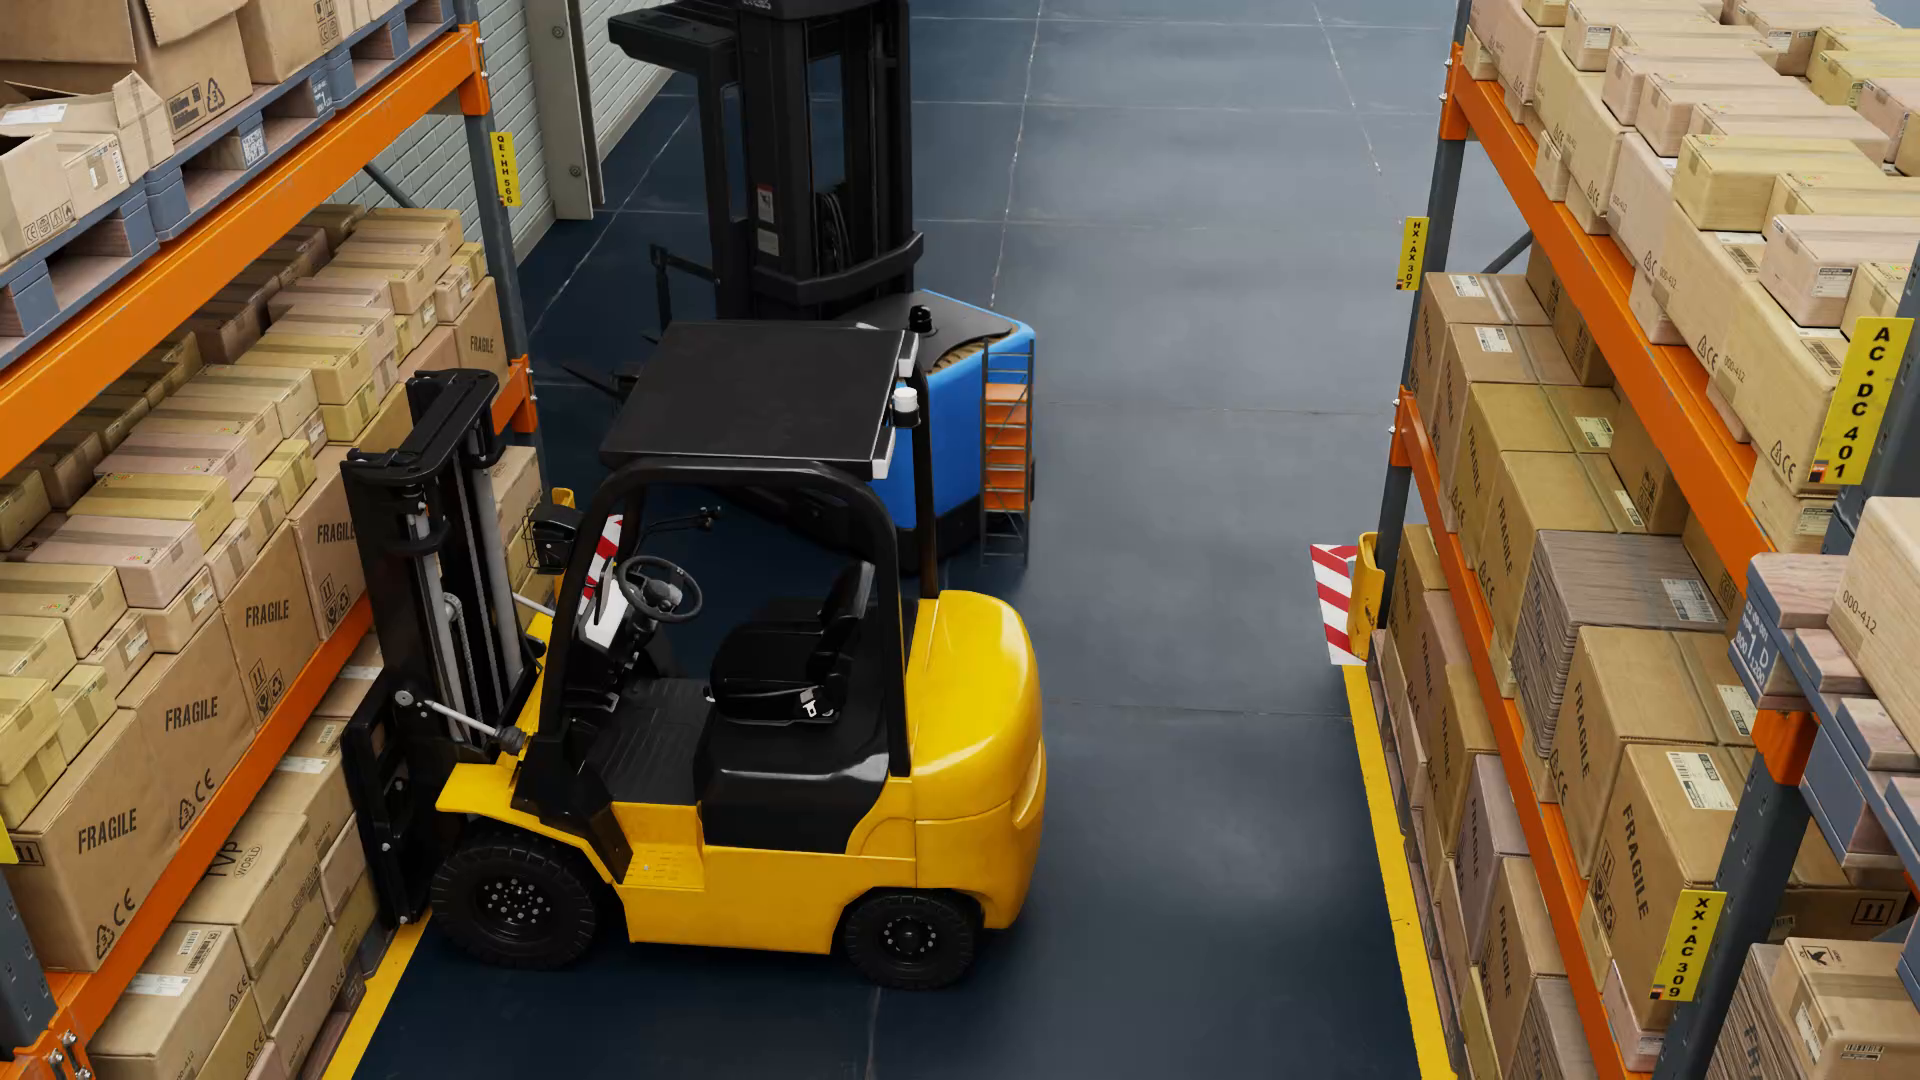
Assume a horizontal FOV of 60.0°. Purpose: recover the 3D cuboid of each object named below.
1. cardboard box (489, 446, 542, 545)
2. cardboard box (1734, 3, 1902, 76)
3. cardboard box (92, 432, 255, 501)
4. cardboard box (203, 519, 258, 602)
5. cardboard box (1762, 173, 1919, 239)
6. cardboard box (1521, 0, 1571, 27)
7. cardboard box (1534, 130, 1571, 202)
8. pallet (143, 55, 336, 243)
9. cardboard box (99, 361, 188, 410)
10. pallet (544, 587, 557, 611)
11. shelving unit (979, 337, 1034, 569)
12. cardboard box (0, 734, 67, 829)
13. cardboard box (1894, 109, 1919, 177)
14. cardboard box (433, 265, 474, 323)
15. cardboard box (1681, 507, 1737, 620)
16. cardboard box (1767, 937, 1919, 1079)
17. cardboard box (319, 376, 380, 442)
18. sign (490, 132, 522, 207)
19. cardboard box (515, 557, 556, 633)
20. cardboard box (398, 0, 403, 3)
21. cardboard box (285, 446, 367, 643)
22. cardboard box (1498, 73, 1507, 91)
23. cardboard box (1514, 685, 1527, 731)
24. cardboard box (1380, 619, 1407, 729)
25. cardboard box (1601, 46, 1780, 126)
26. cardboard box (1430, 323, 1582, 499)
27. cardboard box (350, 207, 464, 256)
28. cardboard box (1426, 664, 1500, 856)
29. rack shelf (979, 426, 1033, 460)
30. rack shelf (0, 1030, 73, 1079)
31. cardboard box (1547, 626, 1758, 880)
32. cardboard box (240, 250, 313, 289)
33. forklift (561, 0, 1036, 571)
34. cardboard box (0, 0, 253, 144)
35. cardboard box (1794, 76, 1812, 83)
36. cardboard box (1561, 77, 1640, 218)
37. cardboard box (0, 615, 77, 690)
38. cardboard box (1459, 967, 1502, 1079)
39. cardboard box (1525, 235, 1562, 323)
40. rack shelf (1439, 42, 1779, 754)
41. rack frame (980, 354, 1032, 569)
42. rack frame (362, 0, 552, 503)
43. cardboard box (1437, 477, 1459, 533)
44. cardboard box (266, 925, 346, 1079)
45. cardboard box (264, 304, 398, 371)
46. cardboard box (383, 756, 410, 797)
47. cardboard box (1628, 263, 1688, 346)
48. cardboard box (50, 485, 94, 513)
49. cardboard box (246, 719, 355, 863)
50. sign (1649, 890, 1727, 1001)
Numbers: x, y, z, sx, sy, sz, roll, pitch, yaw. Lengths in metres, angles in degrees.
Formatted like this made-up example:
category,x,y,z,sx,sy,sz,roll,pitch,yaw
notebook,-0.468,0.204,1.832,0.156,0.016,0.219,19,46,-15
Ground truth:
category,x,y,z,sx,sy,sz,roll,pitch,yaw
cardboard box,-2.218,-0.207,7.494,0.500,0.250,0.500,3,32,6
cardboard box,2.514,-1.476,4.906,0.380,0.149,0.250,2,32,3
cardboard box,-2.470,-0.212,5.237,0.380,0.149,0.250,2,32,4
cardboard box,-2.400,0.055,5.088,0.380,0.149,0.250,2,32,3
cardboard box,1.993,-0.681,3.617,0.380,0.149,0.250,3,32,5
cardboard box,2.042,-1.760,5.368,0.380,0.149,0.250,2,32,4
cardboard box,2.004,-1.151,5.140,0.380,0.149,0.250,3,32,5
pallet,-2.672,-1.258,5.157,1.003,0.211,1.213,2,32,4
cardboard box,-2.887,-0.498,5.702,0.380,0.149,0.250,3,32,4
pallet,-2.512,0.562,7.637,1.003,0.211,1.213,2,32,4
shelving unit,0.230,-0.416,8.282,0.258,1.200,0.189,2,32,4
cardboard box,-2.529,0.591,4.219,0.380,0.149,0.250,2,32,3
cardboard box,2.521,-0.928,4.018,0.380,0.149,0.250,1,32,2
cardboard box,-2.232,-1.017,6.828,0.380,0.149,0.250,3,32,5
cardboard box,2.513,-0.068,4.670,0.700,0.500,0.500,2,32,3
cardboard box,1.739,0.882,3.063,0.380,0.149,0.250,2,32,4
cardboard box,-2.321,-0.480,5.957,0.380,0.149,0.250,3,32,4
sign,-1.952,-1.590,7.142,0.100,0.325,0.005,2,32,4
cardboard box,-2.215,0.224,7.748,0.500,0.250,0.500,3,32,4
cardboard box,-2.285,-2.326,6.215,0.500,0.500,0.500,3,32,6
cardboard box,-2.393,0.001,5.793,0.500,0.500,0.500,3,32,4
cardboard box,2.173,-1.686,6.007,0.380,0.149,0.250,1,32,2
cardboard box,1.982,0.537,5.259,0.380,0.149,0.250,2,32,3
cardboard box,2.114,0.585,7.162,0.500,0.250,0.500,2,32,4
cardboard box,1.969,-1.224,4.498,0.380,0.149,0.250,3,32,5
cardboard box,2.102,-0.479,6.289,0.500,0.500,0.500,3,32,5
cardboard box,-2.311,-1.276,6.964,0.380,0.149,0.250,3,32,4
cardboard box,2.026,0.814,6.076,0.500,0.500,0.500,3,32,5
rack shelf,0.230,-0.481,8.242,0.258,0.103,0.180,2,32,4
rack shelf,-2.980,2.417,2.655,1.077,0.370,4.000,2,32,4
cardboard box,1.953,0.593,4.549,0.500,0.500,0.500,3,32,6
cardboard box,-2.794,-1.032,6.568,0.380,0.149,0.250,3,32,5
forklift,-1.045,-1.734,8.771,3.031,2.935,1.130,24,39,34
cardboard box,-2.554,-1.492,4.858,0.797,0.503,0.637,3,32,6
cardboard box,2.603,-1.343,5.070,0.500,0.250,0.500,3,32,5
cardboard box,2.020,-1.104,4.682,0.500,0.250,0.500,3,32,5
cardboard box,-2.582,0.324,4.368,0.380,0.149,0.250,3,32,5
cardboard box,1.944,1.667,5.406,0.500,0.250,0.500,2,32,3
cardboard box,2.632,-1.135,6.401,0.700,0.500,0.500,2,32,3
rack shelf,2.293,-0.742,4.921,1.077,0.370,4.000,2,32,4
rack frame,0.223,-0.368,8.204,0.240,1.200,0.006,2,32,4
rack frame,-2.492,-1.027,7.557,1.000,3.000,0.127,2,32,4
cardboard box,2.046,-0.142,6.361,0.380,0.149,0.250,3,32,5
cardboard box,-2.422,1.552,5.594,0.500,0.250,0.500,2,32,3
cardboard box,-2.299,-0.740,6.094,0.380,0.149,0.250,3,32,5
cardboard box,-2.337,0.814,6.314,0.500,0.250,0.500,2,32,4
cardboard box,1.950,-0.611,4.262,0.380,0.149,0.250,3,32,5
cardboard box,-2.947,-0.108,5.353,0.380,0.149,0.250,2,32,3
cardboard box,-2.385,0.864,5.757,0.500,0.250,0.500,3,32,6
sign,1.589,0.887,3.626,0.100,0.325,0.005,2,32,4
